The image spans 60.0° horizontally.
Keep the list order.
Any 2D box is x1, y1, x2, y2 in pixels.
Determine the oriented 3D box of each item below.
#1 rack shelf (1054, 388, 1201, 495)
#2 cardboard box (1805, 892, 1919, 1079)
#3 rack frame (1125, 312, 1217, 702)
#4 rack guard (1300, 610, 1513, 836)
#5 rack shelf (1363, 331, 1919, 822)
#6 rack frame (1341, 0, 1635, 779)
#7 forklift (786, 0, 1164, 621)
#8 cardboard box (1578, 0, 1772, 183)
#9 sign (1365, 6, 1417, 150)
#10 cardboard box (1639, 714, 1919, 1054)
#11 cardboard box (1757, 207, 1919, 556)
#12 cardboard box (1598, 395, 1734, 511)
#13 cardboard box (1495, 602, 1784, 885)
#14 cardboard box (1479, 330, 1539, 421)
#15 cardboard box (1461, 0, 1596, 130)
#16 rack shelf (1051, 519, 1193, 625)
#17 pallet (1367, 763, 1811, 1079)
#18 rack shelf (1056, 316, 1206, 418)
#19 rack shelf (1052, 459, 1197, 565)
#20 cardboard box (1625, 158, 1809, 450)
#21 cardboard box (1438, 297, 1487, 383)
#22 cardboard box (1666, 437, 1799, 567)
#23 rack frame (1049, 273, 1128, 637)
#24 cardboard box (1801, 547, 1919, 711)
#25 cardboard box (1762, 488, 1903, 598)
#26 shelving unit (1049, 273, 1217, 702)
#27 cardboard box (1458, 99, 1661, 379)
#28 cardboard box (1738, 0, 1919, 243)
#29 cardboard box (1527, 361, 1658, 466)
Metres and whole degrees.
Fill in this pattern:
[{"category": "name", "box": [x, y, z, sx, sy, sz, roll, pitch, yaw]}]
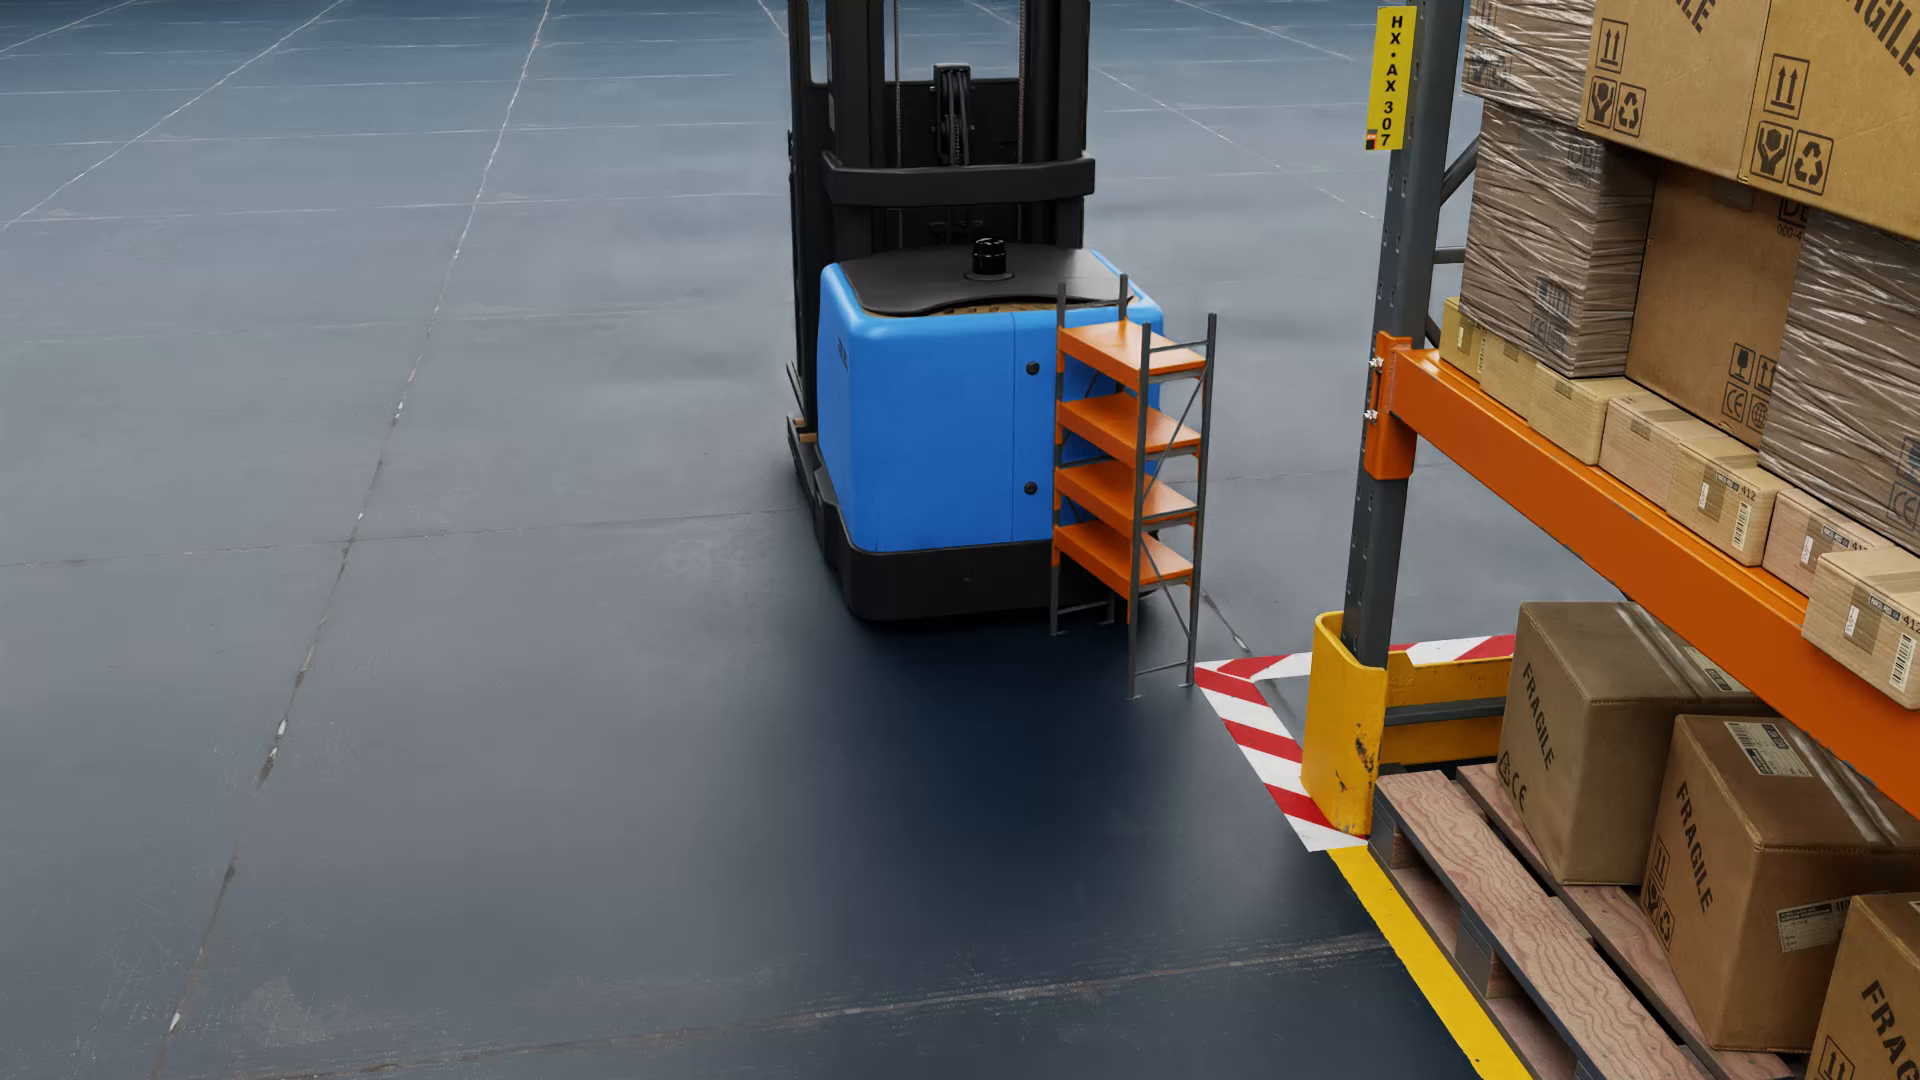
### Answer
[{"category": "rack shelf", "box": [0.514, -0.306, 5.061, 0.258, 0.148, 0.480, -11, 26, -24]}, {"category": "cardboard box", "box": [1.883, 0.960, 2.903, 0.500, 0.500, 0.500, -2, 24, -5]}, {"category": "rack frame", "box": [0.620, -0.075, 4.923, 0.240, 1.200, 0.015, -11, 26, -24]}, {"category": "rack guard", "box": [1.556, 0.455, 4.584, 1.175, 0.500, 0.348, -4, 24, -10]}, {"category": "rack shelf", "box": [1.912, 0.396, 2.495, 1.077, 0.370, 4.000, -4, 24, -10]}, {"category": "rack frame", "box": [1.542, -0.720, 4.152, 1.000, 3.000, 0.127, -4, 24, -10]}, {"category": "forklift", "box": [-0.120, -1.640, 6.342, 1.130, 2.935, 3.031, -5, 24, -10]}, {"category": "cardboard box", "box": [1.462, -0.927, 2.879, 0.500, 0.500, 0.500, -4, 24, -10]}, {"category": "sign", "box": [1.009, -1.077, 3.886, 0.100, 0.325, 0.005, -4, 24, -10]}, {"category": "cardboard box", "box": [1.786, 0.712, 3.470, 0.500, 0.500, 0.500, 2, 24, 4]}, {"category": "cardboard box", "box": [1.878, -0.297, 2.685, 0.875, 0.500, 0.500, -4, 24, -10]}, {"category": "cardboard box", "box": [1.486, -0.180, 3.227, 0.380, 0.149, 0.250, -4, 24, -10]}, {"category": "cardboard box", "box": [1.641, 0.479, 4.003, 0.500, 0.500, 0.500, 0, 24, 0]}, {"category": "cardboard box", "box": [1.388, -0.376, 3.677, 0.380, 0.149, 0.250, -4, 24, -10]}, {"category": "cardboard box", "box": [1.376, -1.124, 3.331, 0.500, 0.500, 0.500, -4, 24, -10]}, {"category": "rack shelf", "box": [0.514, 0.081, 5.231, 0.258, 0.148, 0.480, -11, 26, -24]}, {"category": "pallet", "box": [1.672, 0.909, 3.904, 1.003, 0.211, 1.213, -4, 24, -10]}, {"category": "rack shelf", "box": [0.514, -0.523, 4.967, 0.258, 0.148, 0.480, -11, 26, -24]}, {"category": "rack shelf", "box": [0.514, -0.101, 5.151, 0.258, 0.148, 0.480, -11, 26, -24]}, {"category": "cardboard box", "box": [1.827, -0.496, 3.142, 0.875, 0.500, 0.500, -4, 24, -10]}, {"category": "cardboard box", "box": [1.361, -0.476, 3.905, 0.380, 0.149, 0.250, -4, 24, -10]}, {"category": "cardboard box", "box": [1.526, -0.081, 3.001, 0.380, 0.149, 0.250, -4, 24, -10]}, {"category": "rack frame", "box": [0.408, -0.251, 5.325, 0.240, 1.200, 0.015, -11, 26, -24]}, {"category": "cardboard box", "box": [1.543, 0.122, 2.538, 0.380, 0.149, 0.250, -4, 24, -10]}, {"category": "cardboard box", "box": [1.599, 0.016, 2.780, 0.380, 0.149, 0.250, -4, 24, -10]}, {"category": "shelving unit", "box": [0.514, -0.163, 5.124, 0.258, 1.200, 0.503, -11, 26, -24]}, {"category": "cardboard box", "box": [1.617, -0.684, 3.572, 0.875, 0.500, 0.500, -4, 24, -10]}, {"category": "cardboard box", "box": [1.556, -0.731, 2.429, 0.500, 0.500, 0.500, -4, 24, -10]}, {"category": "cardboard box", "box": [1.420, -0.276, 3.449, 0.380, 0.149, 0.250, -4, 24, -10]}]
